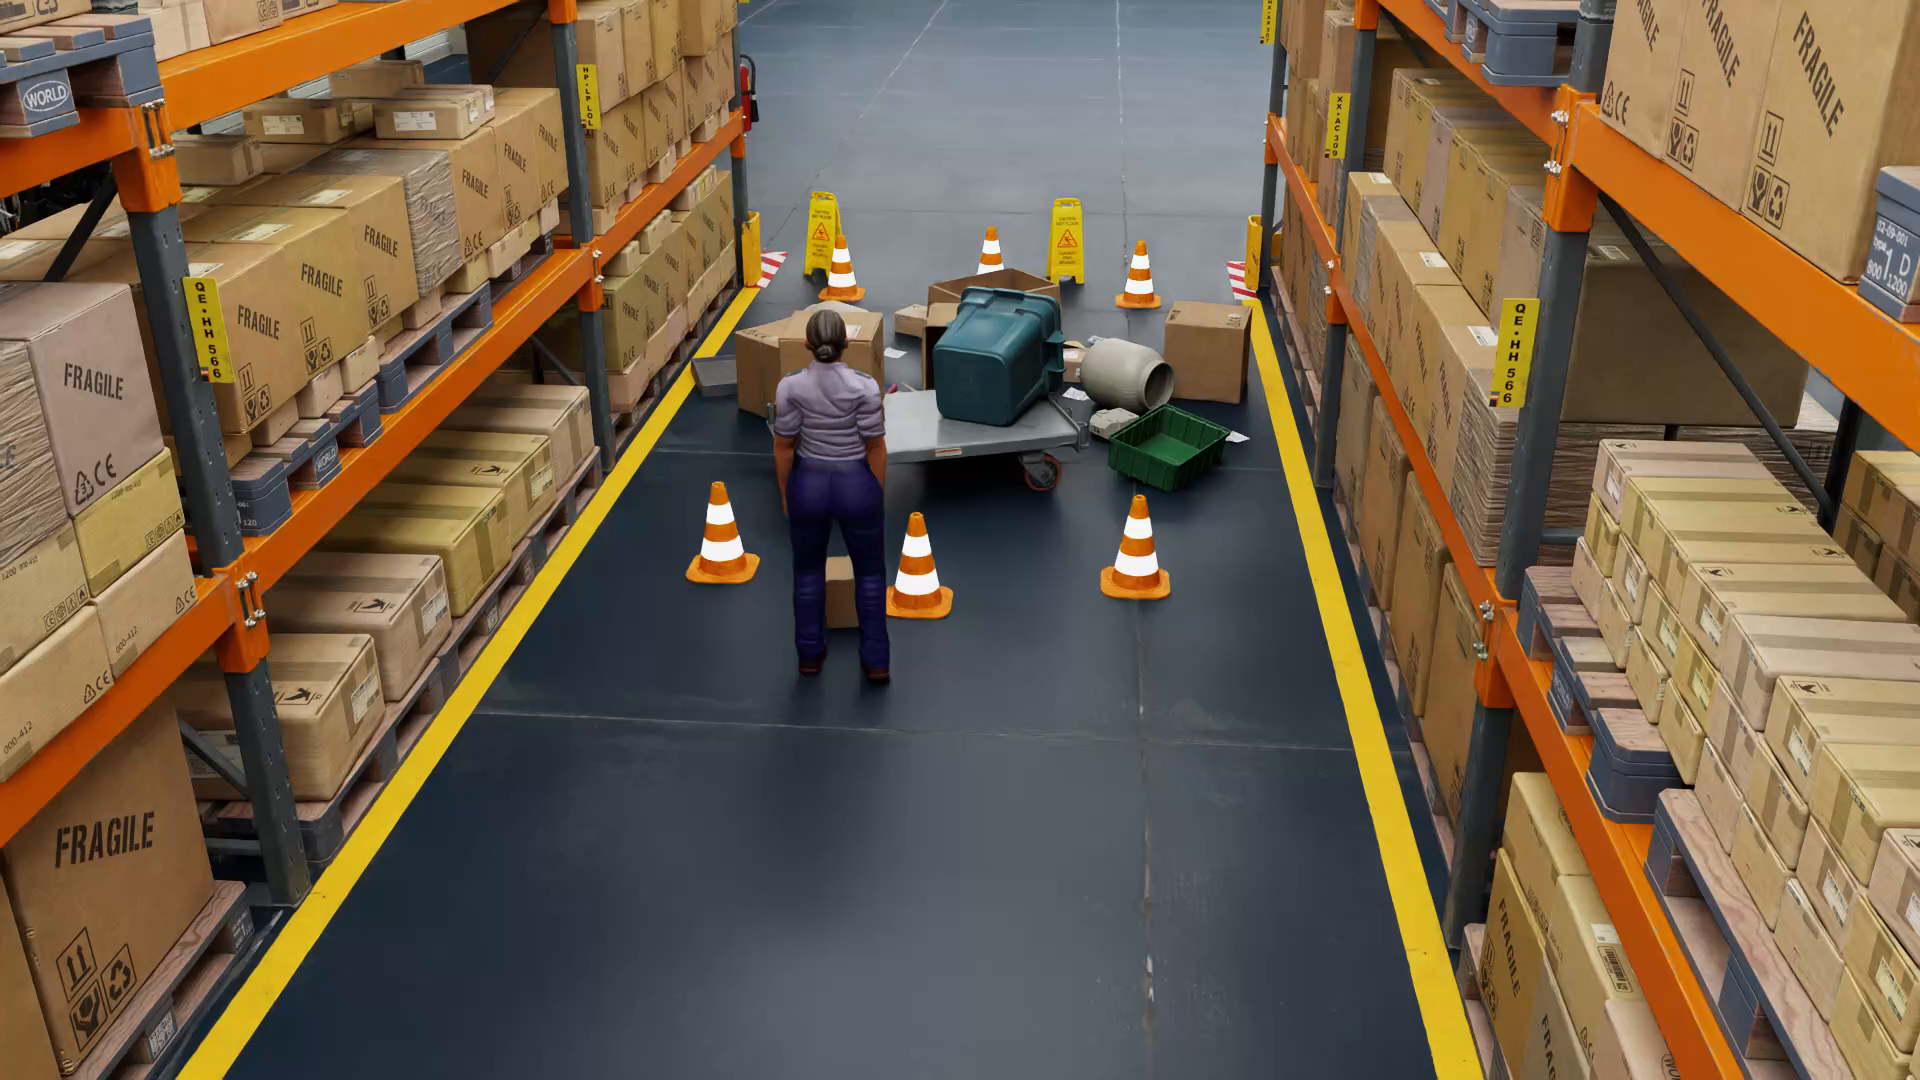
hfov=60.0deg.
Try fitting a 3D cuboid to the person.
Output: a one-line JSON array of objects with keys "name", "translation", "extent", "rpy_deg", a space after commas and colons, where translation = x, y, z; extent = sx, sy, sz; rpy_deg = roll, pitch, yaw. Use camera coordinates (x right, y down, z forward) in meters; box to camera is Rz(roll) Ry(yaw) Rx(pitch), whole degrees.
[{"name": "person", "translation": [-0.537, -0.173, 7.048], "extent": [0.475, 1.684, 0.370], "rpy_deg": [1, 25, 2]}]
